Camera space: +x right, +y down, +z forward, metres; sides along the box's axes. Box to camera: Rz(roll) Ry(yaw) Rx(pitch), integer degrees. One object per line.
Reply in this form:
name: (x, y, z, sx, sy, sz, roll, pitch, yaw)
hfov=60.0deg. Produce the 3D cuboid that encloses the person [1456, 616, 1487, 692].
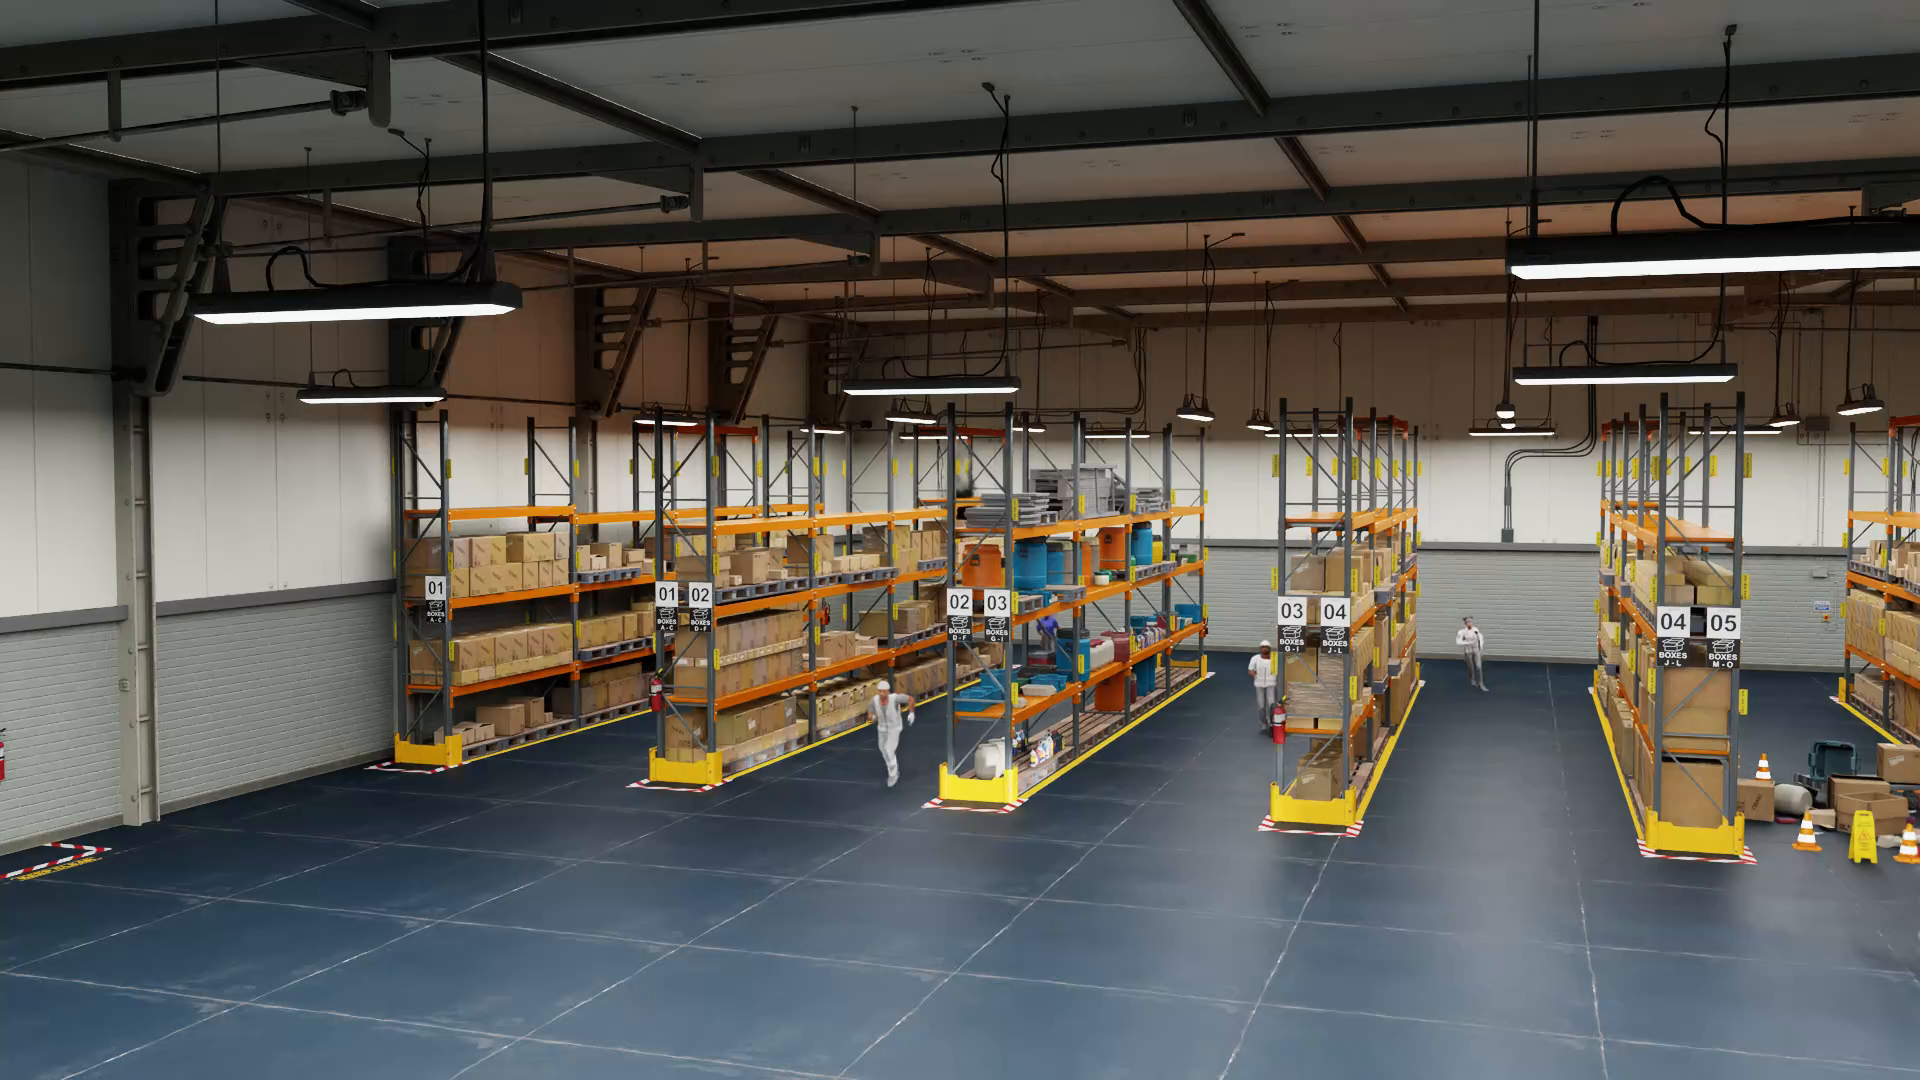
person: (11.570, 2.556, 37.745, 0.636, 1.681, 0.891, 0, 2, 3)

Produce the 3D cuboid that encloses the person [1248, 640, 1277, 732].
person: (5.788, 2.778, 31.474, 0.680, 1.754, 0.629, 1, 3, 14)

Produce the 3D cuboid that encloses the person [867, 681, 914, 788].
person: (-1.084, 3.030, 26.079, 0.698, 1.708, 0.924, 1, 3, 17)

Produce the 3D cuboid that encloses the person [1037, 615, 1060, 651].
person: (2.141, 2.471, 40.320, 0.560, 1.611, 0.582, 0, 2, 3)
